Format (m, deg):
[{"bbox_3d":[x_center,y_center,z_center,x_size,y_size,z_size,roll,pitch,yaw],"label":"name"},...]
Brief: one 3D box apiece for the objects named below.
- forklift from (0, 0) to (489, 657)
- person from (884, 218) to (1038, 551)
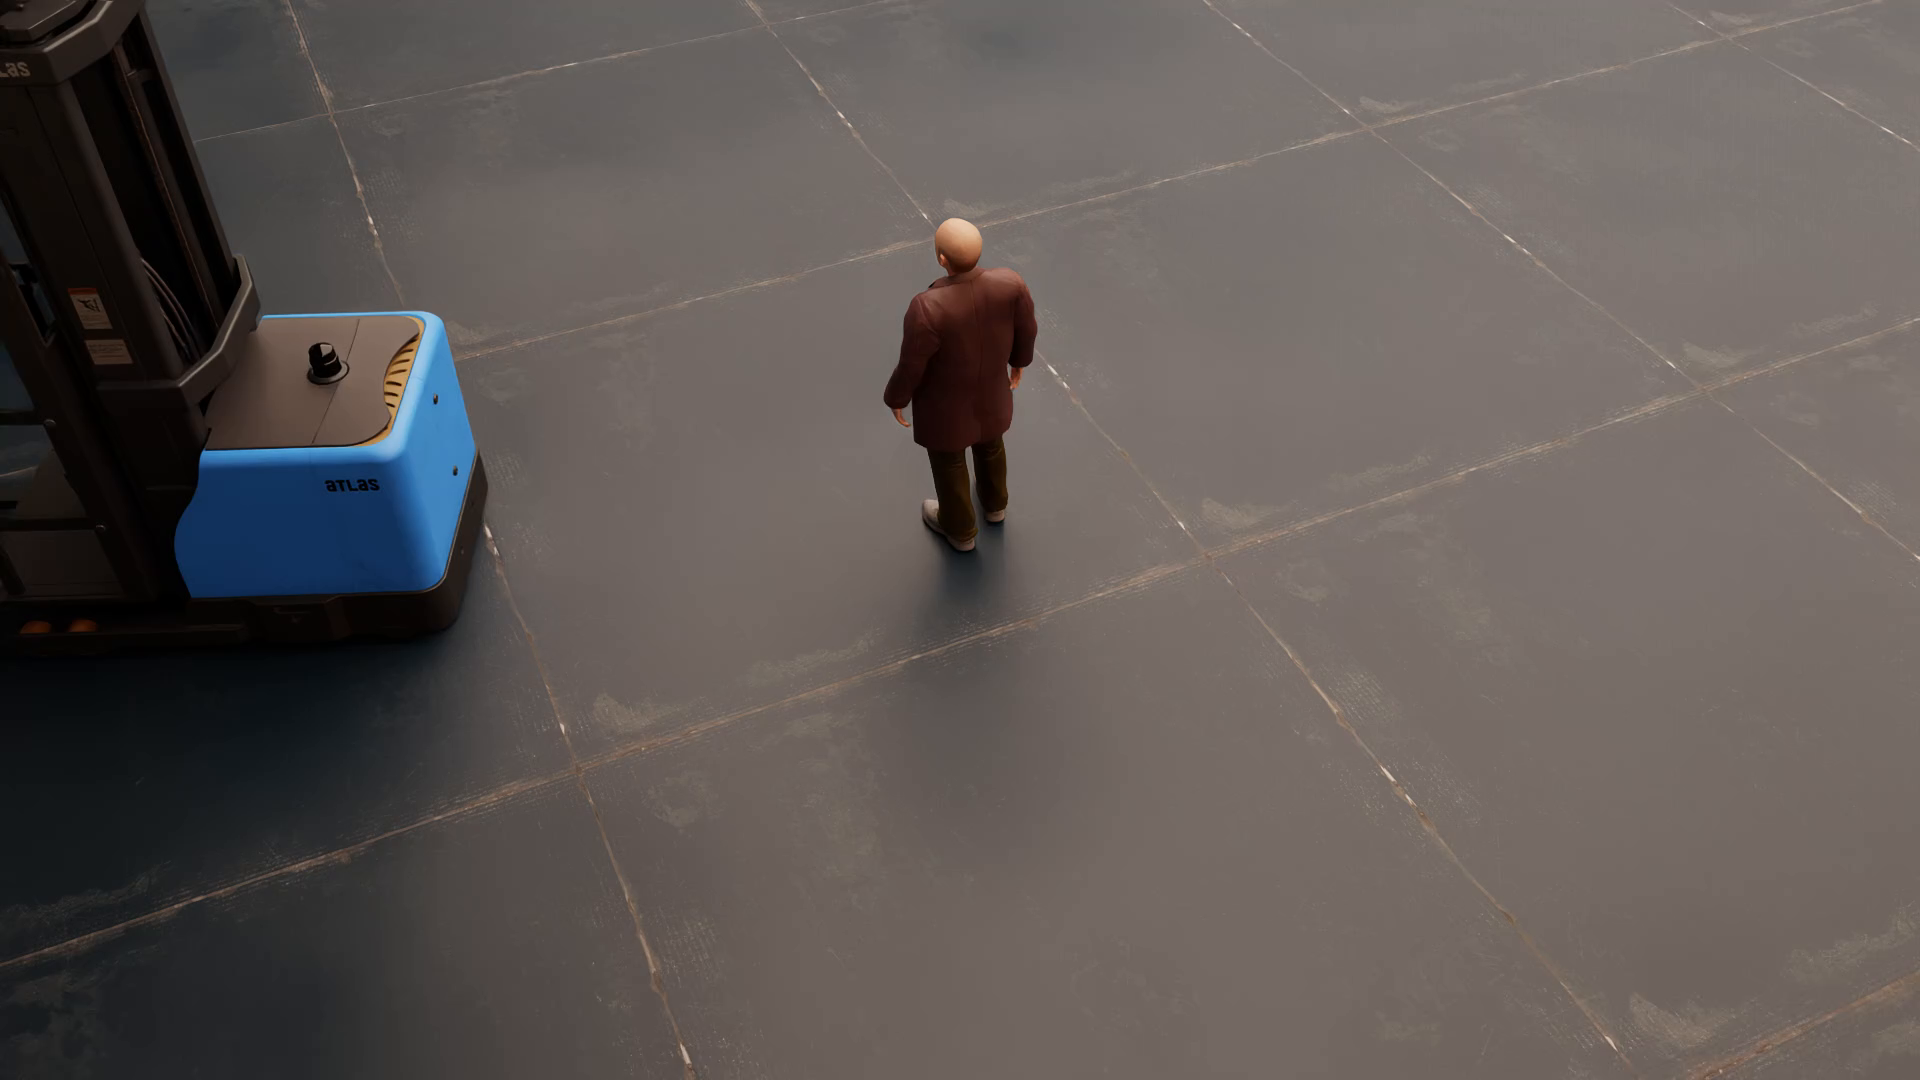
[{"bbox_3d":[-3.759,-0.931,6.677,3.031,2.935,1.130,-2,43,-2],"label":"forklift"},{"bbox_3d":[-0.035,-0.714,7.279,0.698,1.778,0.579,-18,46,-18],"label":"person"}]
